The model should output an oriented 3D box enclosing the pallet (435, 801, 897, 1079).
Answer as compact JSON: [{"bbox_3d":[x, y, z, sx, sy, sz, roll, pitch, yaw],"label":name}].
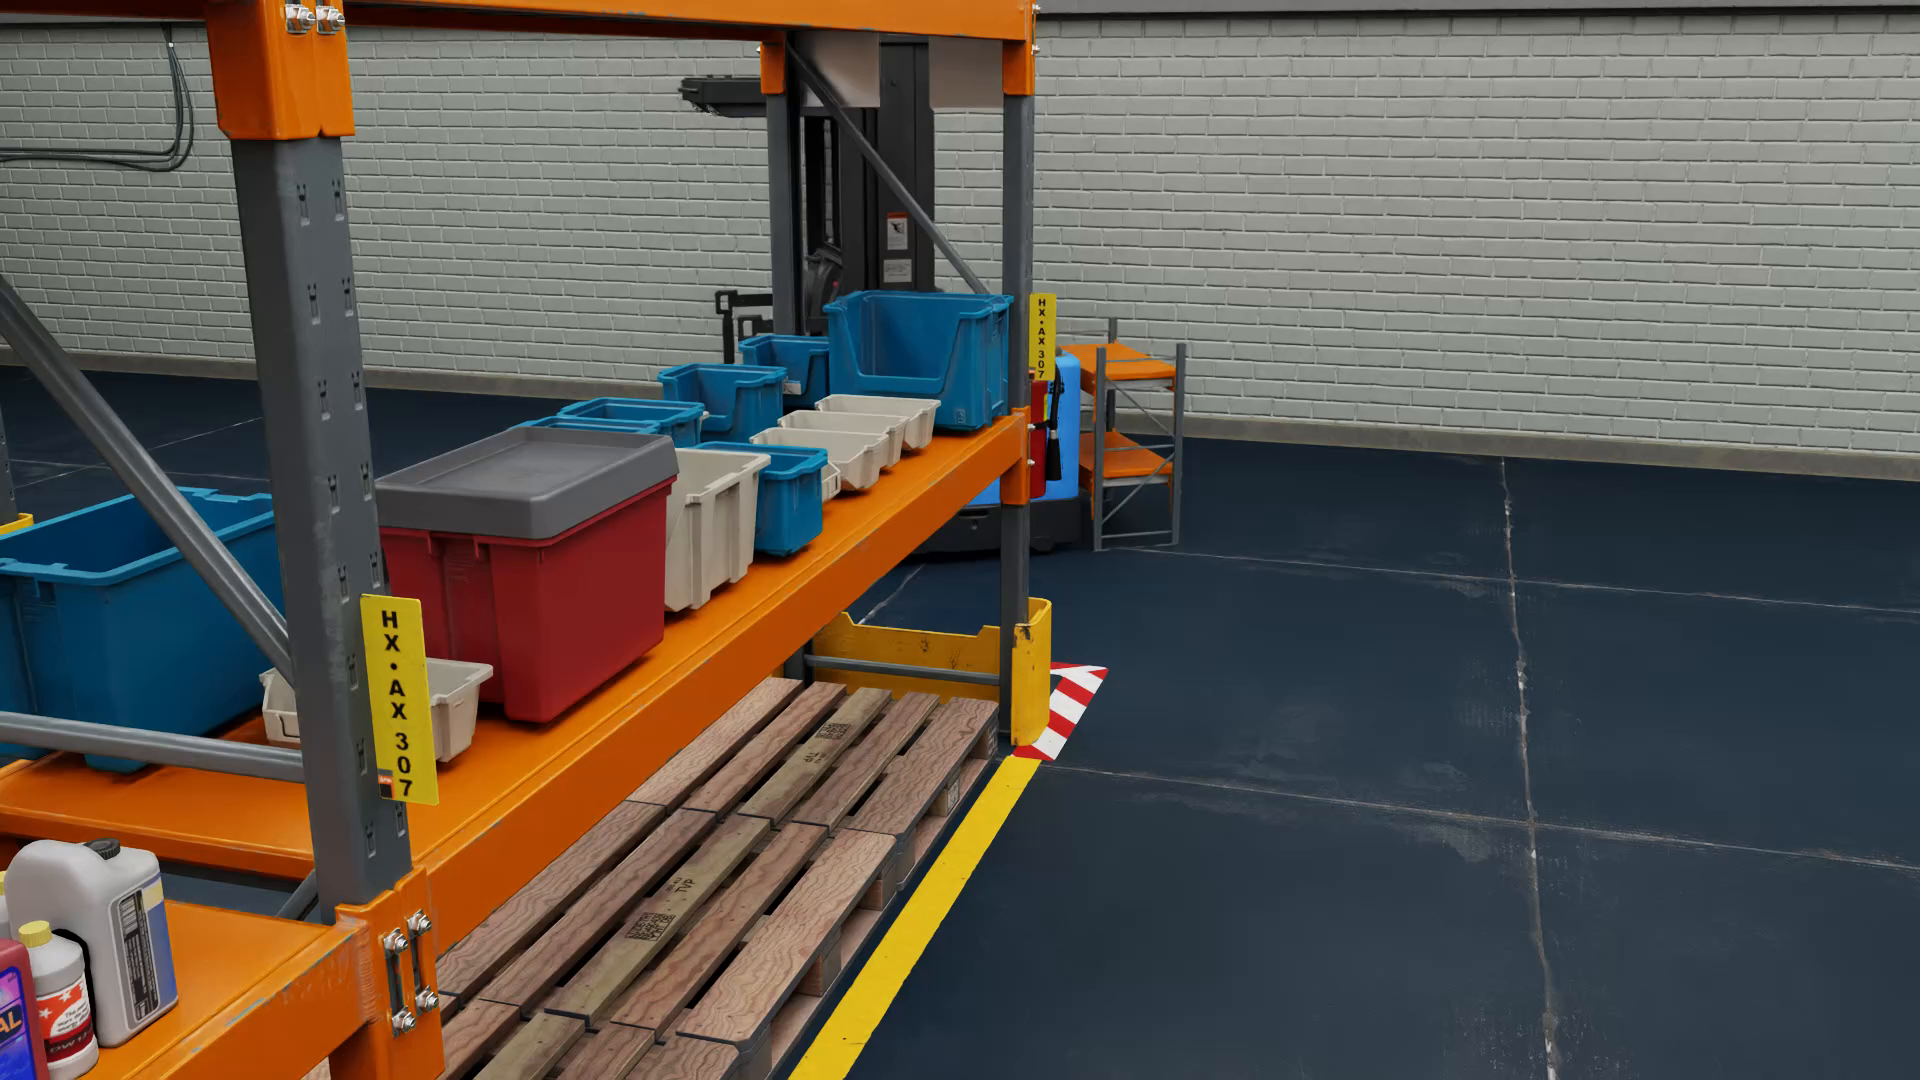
[{"bbox_3d":[-0.845,1.156,4.867,1.003,0.211,1.213,5,16,16],"label":"pallet"}]

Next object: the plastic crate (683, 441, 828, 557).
[{"bbox_3d":[-0.563,-0.108,4.408,0.416,0.233,0.300,5,16,16],"label":"plastic crate"}]

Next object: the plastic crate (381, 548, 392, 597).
[{"bbox_3d":[-1.301,0.120,3.804,0.437,0.125,0.590,5,16,16],"label":"plastic crate"}]

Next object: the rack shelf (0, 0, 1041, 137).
[{"bbox_3d":[-0.793,-1.290,4.202,1.077,0.370,4.000,5,16,16],"label":"rack shelf"}]

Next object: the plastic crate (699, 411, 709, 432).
[{"bbox_3d":[-0.974,-0.324,5.349,0.250,0.136,0.298,5,16,16],"label":"plastic crate"}]

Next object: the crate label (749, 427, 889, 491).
[{"bbox_3d":[-0.435,-0.242,5.057,0.396,0.136,0.243,5,16,16],"label":"crate label"}]

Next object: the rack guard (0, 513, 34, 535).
[{"bbox_3d":[-4.995,0.121,7.987,1.175,0.500,0.348,5,16,16],"label":"rack guard"}]

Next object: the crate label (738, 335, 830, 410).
[{"bbox_3d":[-0.611,-0.626,6.235,0.416,0.233,0.303,5,16,16],"label":"crate label"}]

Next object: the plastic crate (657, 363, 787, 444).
[{"bbox_3d":[-0.798,-0.453,5.628,0.416,0.233,0.300,5,16,16],"label":"plastic crate"}]

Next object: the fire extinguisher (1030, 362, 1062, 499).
[{"bbox_3d":[0.254,-0.504,6.434,0.296,0.674,0.183,5,16,16],"label":"fire extinguisher"}]

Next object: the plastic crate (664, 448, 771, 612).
[{"bbox_3d":[-0.751,-0.027,4.035,0.437,0.282,0.530,5,16,16],"label":"plastic crate"}]

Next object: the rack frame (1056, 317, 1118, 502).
[{"bbox_3d":[0.690,-0.765,9.964,0.500,1.125,0.032,-4,16,-15],"label":"rack frame"}]

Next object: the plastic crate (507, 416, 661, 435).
[{"bbox_3d":[-1.070,-0.203,4.744,0.416,0.233,0.300,5,16,16],"label":"plastic crate"}]

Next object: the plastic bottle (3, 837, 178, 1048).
[{"bbox_3d":[-1.164,0.518,2.233,0.152,0.276,0.135,5,16,16],"label":"plastic bottle"}]

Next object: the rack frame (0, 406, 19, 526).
[{"bbox_3d":[-4.973,-1.101,7.716,1.000,3.000,0.127,5,16,16],"label":"rack frame"}]

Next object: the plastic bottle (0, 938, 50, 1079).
[{"bbox_3d":[-1.186,0.578,2.007,0.061,0.283,0.133,5,16,16],"label":"plastic bottle"}]

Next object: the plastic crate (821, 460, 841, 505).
[{"bbox_3d":[-0.501,-0.163,4.779,0.298,0.136,0.250,5,16,16],"label":"plastic crate"}]

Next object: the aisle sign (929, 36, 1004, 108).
[{"bbox_3d":[0.076,-1.963,5.990,0.394,0.787,0.004,5,16,16],"label":"aisle sign"}]

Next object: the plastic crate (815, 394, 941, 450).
[{"bbox_3d":[-0.283,-0.391,5.584,0.396,0.136,0.243,5,16,16],"label":"plastic crate"}]

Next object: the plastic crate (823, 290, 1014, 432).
[{"bbox_3d":[-0.141,-0.660,5.985,0.616,0.435,0.499,5,16,16],"label":"plastic crate"}]

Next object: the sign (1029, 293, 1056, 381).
[{"bbox_3d":[0.307,-0.756,6.200,0.100,0.325,0.005,5,16,16],"label":"sign"}]

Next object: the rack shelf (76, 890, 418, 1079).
[{"bbox_3d":[-1.930,1.199,0.922,1.077,0.370,4.000,5,16,16],"label":"rack shelf"}]

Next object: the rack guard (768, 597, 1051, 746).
[{"bbox_3d":[-0.231,0.479,6.725,1.175,0.500,0.348,5,16,16],"label":"rack guard"}]

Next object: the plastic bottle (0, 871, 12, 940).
[{"bbox_3d":[-1.289,0.549,2.261,0.097,0.201,0.097,0,16,0],"label":"plastic bottle"}]

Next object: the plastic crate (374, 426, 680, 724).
[{"bbox_3d":[-0.868,0.056,3.407,0.402,0.464,0.583,5,16,16],"label":"plastic crate"}]

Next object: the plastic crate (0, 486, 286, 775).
[{"bbox_3d":[-1.556,0.160,3.186,0.392,0.384,0.575,5,16,16],"label":"plastic crate"}]

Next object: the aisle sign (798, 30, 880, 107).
[{"bbox_3d":[-0.489,-2.009,6.151,0.394,0.787,0.004,5,16,16],"label":"aisle sign"}]

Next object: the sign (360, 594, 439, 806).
[{"bbox_3d":[-0.835,0.240,2.479,0.100,0.325,0.005,5,16,16],"label":"sign"}]

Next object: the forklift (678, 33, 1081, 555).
[{"bbox_3d":[-0.915,-1.372,8.796,3.031,2.935,1.130,-4,16,-14],"label":"forklift"}]

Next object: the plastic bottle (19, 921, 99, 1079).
[{"bbox_3d":[-1.170,0.586,2.129,0.097,0.201,0.097,0,16,0],"label":"plastic bottle"}]

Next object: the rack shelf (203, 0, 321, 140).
[{"bbox_3d":[-1.930,-0.244,0.513,1.077,0.370,4.000,5,16,16],"label":"rack shelf"}]

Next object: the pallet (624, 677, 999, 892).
[{"bbox_3d":[-0.497,0.838,5.988,1.003,0.211,1.213,5,16,16],"label":"pallet"}]

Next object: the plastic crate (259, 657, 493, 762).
[{"bbox_3d":[-1.092,0.317,3.086,0.396,0.136,0.243,5,16,16],"label":"plastic crate"}]

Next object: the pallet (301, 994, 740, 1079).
[{"bbox_3d":[-1.190,1.476,3.738,1.003,0.211,1.213,5,16,16],"label":"pallet"}]

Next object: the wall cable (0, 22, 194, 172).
[{"bbox_3d":[-7.774,-4.329,13.791,3.097,2.526,0.112,5,16,16],"label":"wall cable"}]

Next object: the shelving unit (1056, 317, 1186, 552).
[{"bbox_3d":[0.830,-0.631,9.494,0.538,1.125,1.048,-4,16,-15],"label":"shelving unit"}]

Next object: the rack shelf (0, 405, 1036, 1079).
[{"bbox_3d":[-0.793,0.153,4.611,1.077,0.370,4.000,5,16,16],"label":"rack shelf"}]

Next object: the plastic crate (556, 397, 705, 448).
[{"bbox_3d":[-0.985,-0.281,5.020,0.416,0.233,0.300,5,16,16],"label":"plastic crate"}]

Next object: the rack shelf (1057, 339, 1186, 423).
[{"bbox_3d":[0.830,-0.913,9.414,0.538,0.278,1.000,-4,16,-15],"label":"rack shelf"}]

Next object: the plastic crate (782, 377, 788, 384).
[{"bbox_3d":[-0.781,-0.502,5.975,0.250,0.136,0.298,5,16,16],"label":"plastic crate"}]

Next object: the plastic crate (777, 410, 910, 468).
[{"bbox_3d":[-0.379,-0.316,5.321,0.396,0.136,0.243,5,16,16],"label":"plastic crate"}]

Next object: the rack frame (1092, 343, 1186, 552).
[{"bbox_3d":[0.969,-0.498,9.024,0.500,1.125,0.032,-4,16,-15],"label":"rack frame"}]

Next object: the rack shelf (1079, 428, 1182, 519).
[{"bbox_3d":[0.830,-0.396,9.561,0.538,0.278,1.000,-4,16,-15],"label":"rack shelf"}]

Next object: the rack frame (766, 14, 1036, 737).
[{"bbox_3d":[-0.225,-0.716,6.358,1.000,3.000,0.127,5,16,16],"label":"rack frame"}]
